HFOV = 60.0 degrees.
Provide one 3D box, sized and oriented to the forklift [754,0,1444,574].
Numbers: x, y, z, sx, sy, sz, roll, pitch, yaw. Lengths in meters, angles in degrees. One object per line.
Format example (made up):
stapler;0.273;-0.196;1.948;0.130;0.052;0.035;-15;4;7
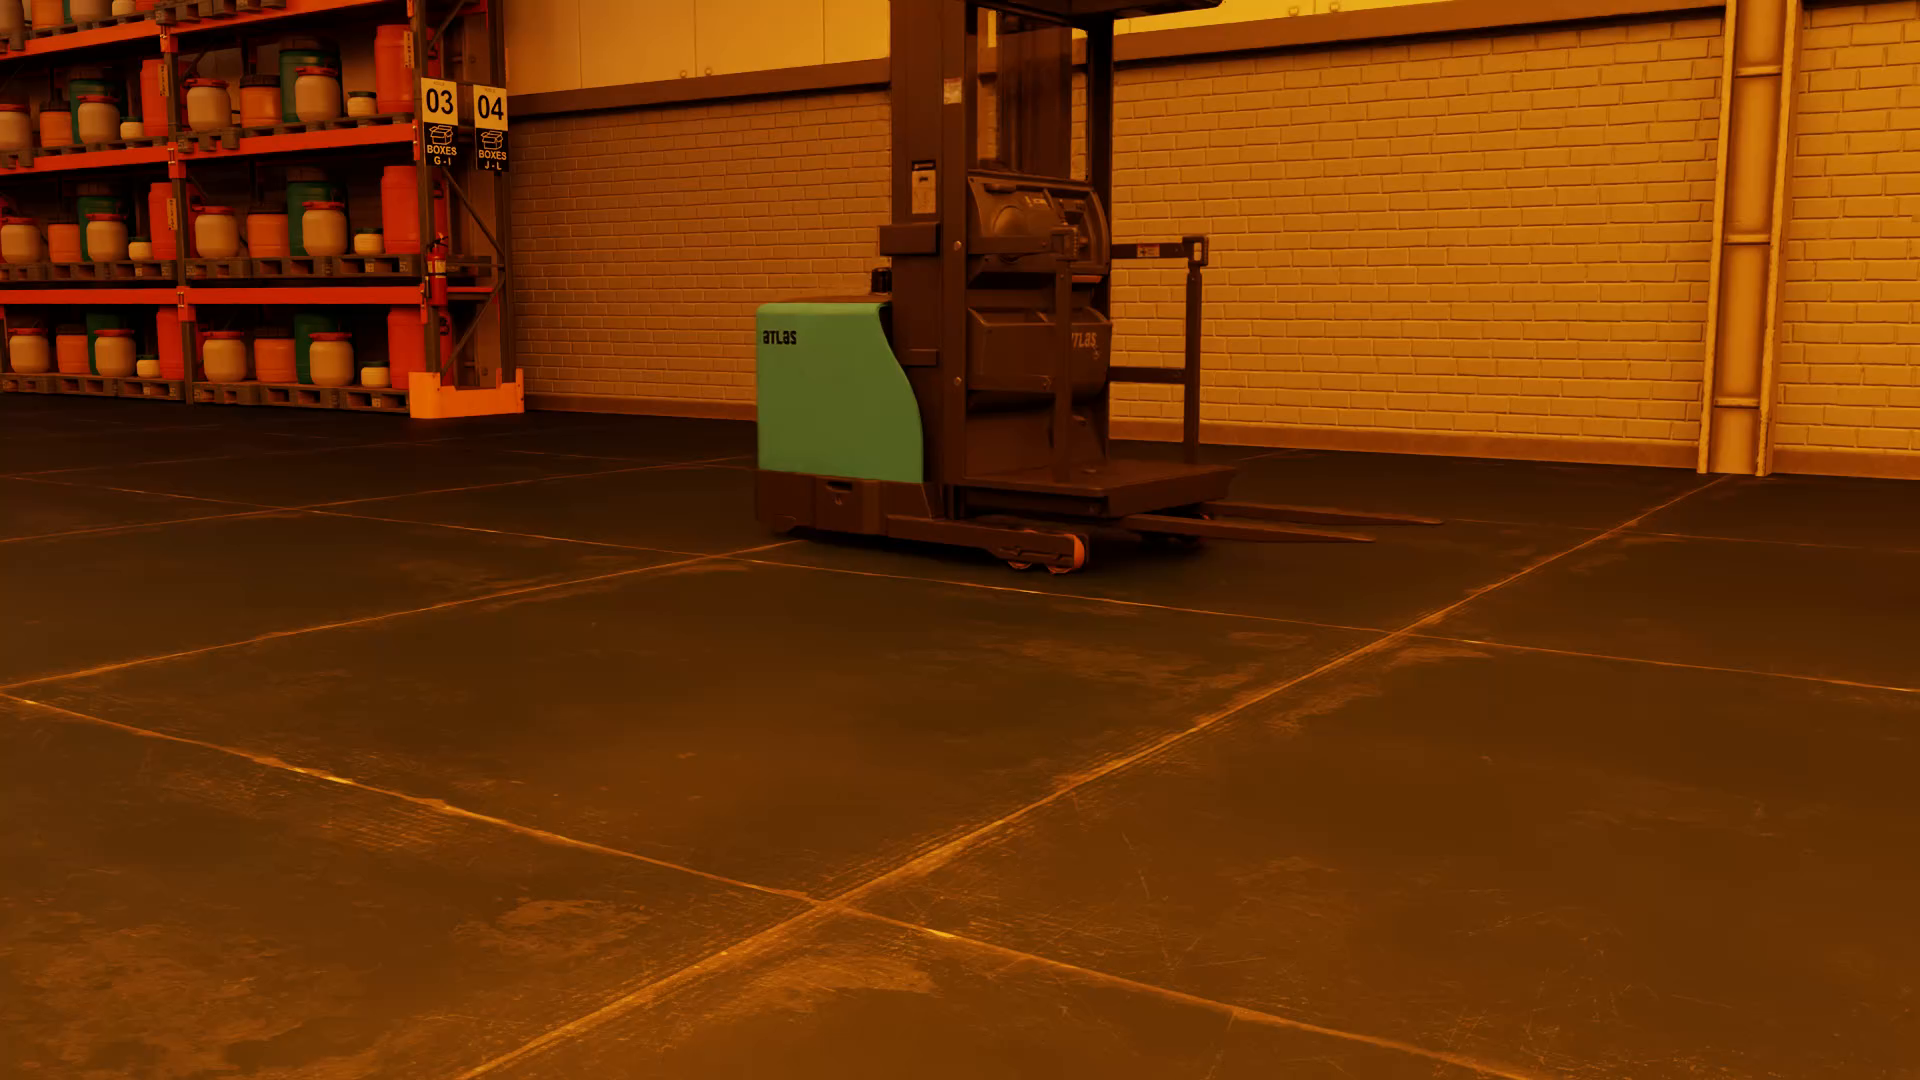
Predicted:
forklift;0.509;-1.397;7.018;3.031;2.935;1.130;6;10;38
